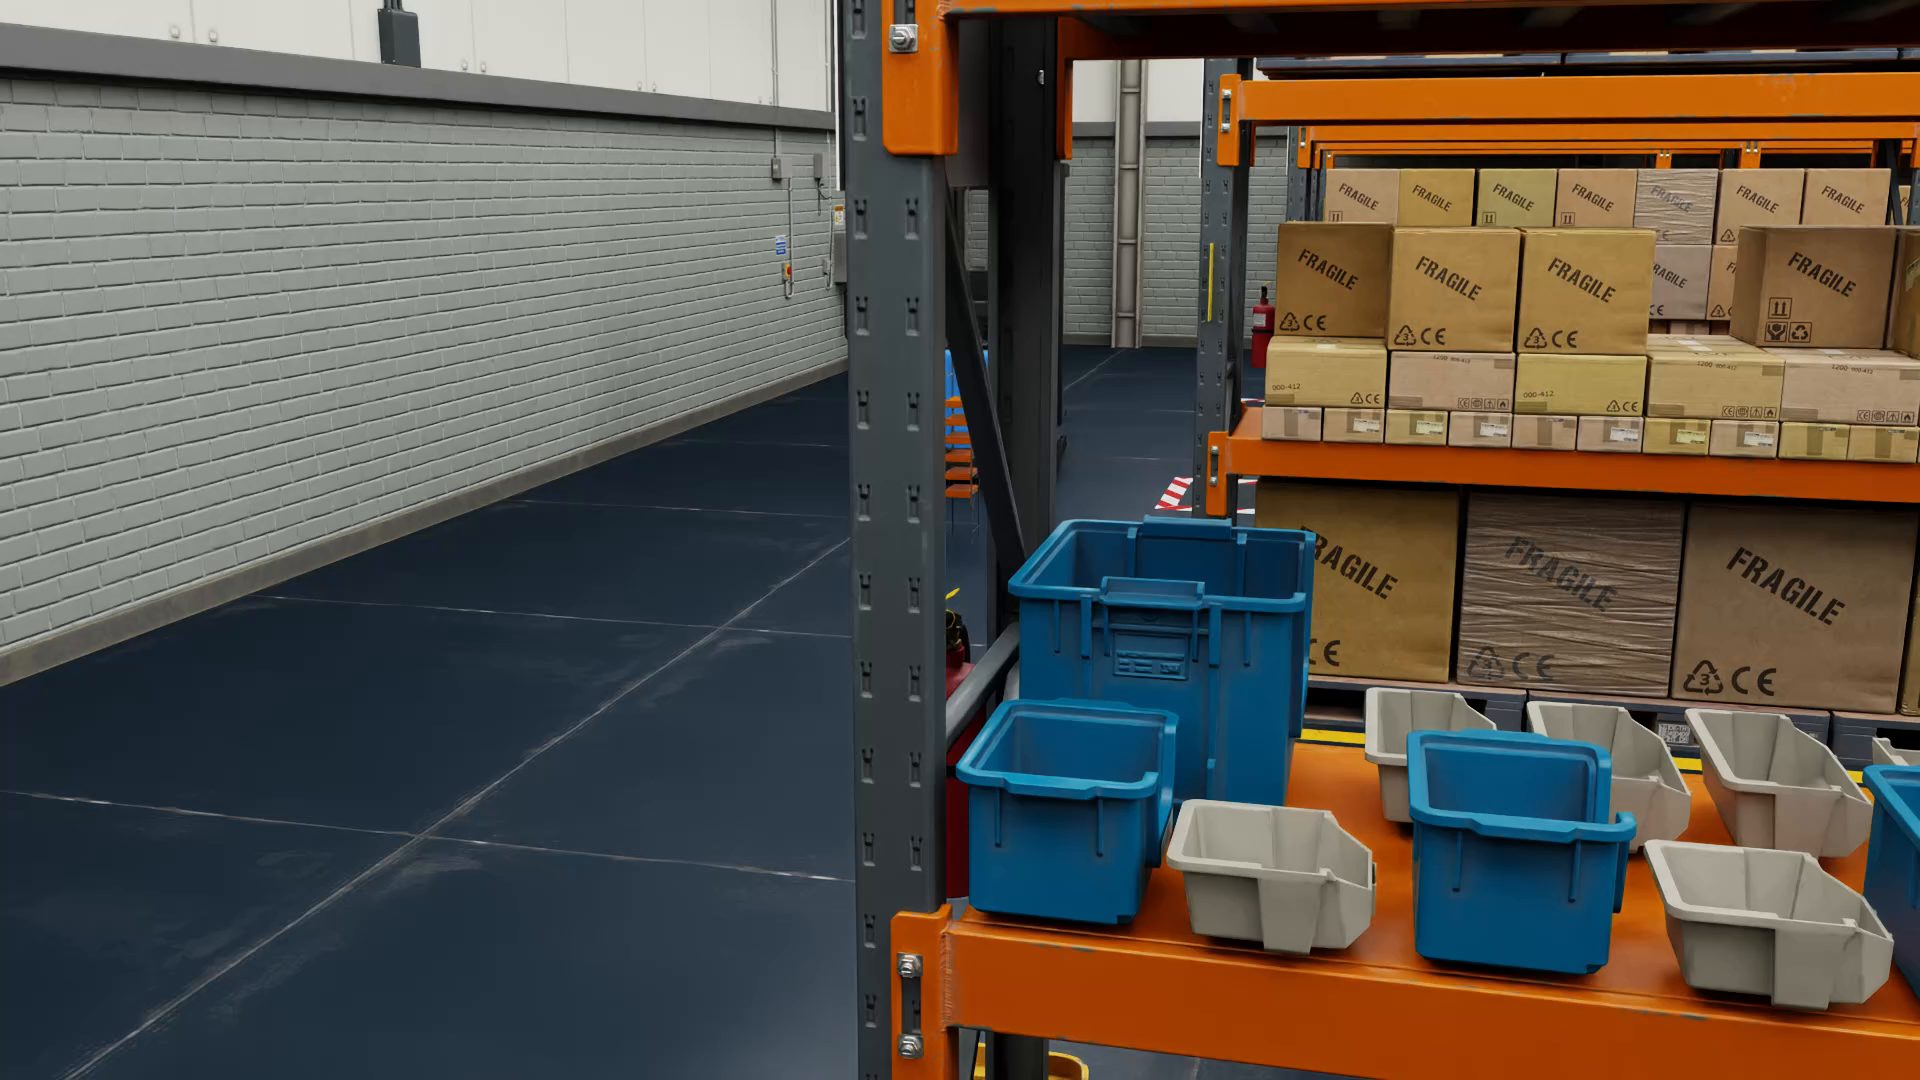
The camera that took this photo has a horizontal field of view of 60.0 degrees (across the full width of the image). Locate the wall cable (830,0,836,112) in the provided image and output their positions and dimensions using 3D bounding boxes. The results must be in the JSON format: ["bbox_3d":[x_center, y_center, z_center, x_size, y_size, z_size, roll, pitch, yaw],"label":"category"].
[{"bbox_3d":[-1.126,-6.758,20.831,0.133,3.039,2.988,3,13,14],"label":"wall cable"}]

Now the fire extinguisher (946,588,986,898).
[{"bbox_3d":[-0.021,0.409,3.505,0.183,0.674,0.296,3,13,14],"label":"fire extinguisher"}]

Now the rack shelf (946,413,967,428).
[{"bbox_3d":[0.014,-0.776,11.058,0.180,0.103,0.258,3,13,14],"label":"rack shelf"}]

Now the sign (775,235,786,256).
[{"bbox_3d":[-1.973,-3.246,18.314,0.001,0.218,0.327,3,13,14],"label":"sign"}]

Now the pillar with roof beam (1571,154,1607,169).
[{"bbox_3d":[7.155,-5.919,17.135,0.400,9.000,9.100,3,13,14],"label":"pillar with roof beam"}]

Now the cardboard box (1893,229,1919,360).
[{"bbox_3d":[4.091,-0.974,6.627,0.500,0.500,0.500,3,13,14],"label":"cardboard box"}]

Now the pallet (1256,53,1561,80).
[{"bbox_3d":[1.926,-2.134,7.206,1.213,0.211,1.003,3,13,14],"label":"pallet"}]

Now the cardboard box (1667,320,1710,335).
[{"bbox_3d":[5.003,-1.465,11.494,0.250,0.149,0.380,2,13,11],"label":"cardboard box"}]

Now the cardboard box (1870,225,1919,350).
[{"bbox_3d":[4.207,-1.085,7.129,0.500,0.500,0.500,3,13,14],"label":"cardboard box"}]

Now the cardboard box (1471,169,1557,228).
[{"bbox_3d":[3.853,-2.333,11.599,0.500,0.500,0.500,3,13,12],"label":"cardboard box"}]

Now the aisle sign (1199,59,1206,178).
[{"bbox_3d":[1.061,-1.959,7.136,0.004,0.787,0.394,3,13,14],"label":"aisle sign"}]

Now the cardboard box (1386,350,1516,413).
[{"bbox_3d":[2.111,-0.714,7.185,0.500,0.250,0.500,3,13,13],"label":"cardboard box"}]

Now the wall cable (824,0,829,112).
[{"bbox_3d":[-1.830,-6.156,18.204,0.029,3.000,2.355,3,13,14],"label":"wall cable"}]

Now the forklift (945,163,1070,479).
[{"bbox_3d":[0.357,-2.164,14.223,1.130,2.935,3.031,1,13,6],"label":"forklift"}]

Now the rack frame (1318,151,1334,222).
[{"bbox_3d":[4.763,-3.877,21.783,0.127,3.000,1.000,3,13,14],"label":"rack frame"}]

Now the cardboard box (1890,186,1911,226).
[{"bbox_3d":[8.806,-3.032,15.435,0.500,0.500,0.500,3,13,12],"label":"cardboard box"}]

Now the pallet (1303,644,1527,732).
[{"bbox_3d":[1.998,0.637,7.874,1.213,0.211,1.003,3,13,14],"label":"pallet"}]

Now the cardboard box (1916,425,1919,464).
[{"bbox_3d":[3.963,-0.406,6.717,0.250,0.149,0.380,3,13,15],"label":"cardboard box"}]

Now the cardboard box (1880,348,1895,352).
[{"bbox_3d":[4.212,-0.720,7.212,0.500,0.250,0.500,3,13,13],"label":"cardboard box"}]

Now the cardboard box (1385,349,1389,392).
[{"bbox_3d":[2.230,-0.825,7.688,0.500,0.250,0.500,3,13,13],"label":"cardboard box"}]

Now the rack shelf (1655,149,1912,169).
[{"bbox_3d":[10.588,-4.679,20.133,4.000,0.370,1.077,3,13,14],"label":"rack shelf"}]

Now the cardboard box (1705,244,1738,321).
[{"bbox_3d":[5.332,-1.766,11.351,0.500,0.500,0.500,3,13,12],"label":"cardboard box"}]

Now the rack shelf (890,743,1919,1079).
[{"bbox_3d":[1.958,0.747,2.600,4.000,0.370,1.077,3,13,14],"label":"rack shelf"}]

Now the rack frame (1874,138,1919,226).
[{"bbox_3d":[6.373,-1.579,11.427,0.127,3.000,1.000,3,13,14],"label":"rack frame"}]

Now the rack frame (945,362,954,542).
[{"bbox_3d":[-0.075,-0.590,11.122,0.006,1.200,0.240,3,13,14],"label":"rack frame"}]

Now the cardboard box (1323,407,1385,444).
[{"bbox_3d":[1.718,-0.526,7.257,0.250,0.149,0.380,3,13,13],"label":"cardboard box"}]

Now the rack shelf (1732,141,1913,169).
[{"bbox_3d":[9.403,-3.635,15.427,4.000,0.370,1.077,3,13,14],"label":"rack shelf"}]

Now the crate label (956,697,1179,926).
[{"bbox_3d":[0.177,0.427,2.632,0.303,0.233,0.416,3,13,14],"label":"crate label"}]

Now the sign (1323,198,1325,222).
[{"bbox_3d":[4.633,-4.186,21.175,0.005,0.325,0.100,3,13,14],"label":"sign"}]

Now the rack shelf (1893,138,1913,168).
[{"bbox_3d":[8.315,-2.589,10.712,4.000,0.370,1.077,3,13,14],"label":"rack shelf"}]

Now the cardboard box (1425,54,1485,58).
[{"bbox_3d":[3.361,-3.318,11.529,0.500,0.250,0.500,3,13,13],"label":"cardboard box"}]

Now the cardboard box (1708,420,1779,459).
[{"bbox_3d":[3.218,-0.446,6.898,0.250,0.149,0.380,3,13,14],"label":"cardboard box"}]

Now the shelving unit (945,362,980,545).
[{"bbox_3d":[0.014,-0.585,11.100,0.189,1.200,0.258,3,13,14],"label":"shelving unit"}]

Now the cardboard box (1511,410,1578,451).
[{"bbox_3d":[2.467,-0.486,7.078,0.250,0.149,0.380,3,13,12],"label":"cardboard box"}]

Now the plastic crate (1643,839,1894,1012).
[{"bbox_3d":[1.128,0.543,2.330,0.298,0.136,0.250,3,13,14],"label":"plastic crate"}]

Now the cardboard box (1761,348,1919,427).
[{"bbox_3d":[3.597,-0.634,6.826,0.500,0.250,0.500,3,13,15],"label":"cardboard box"}]

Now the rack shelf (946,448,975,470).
[{"bbox_3d":[0.014,-0.542,11.110,0.180,0.103,0.258,3,13,14],"label":"rack shelf"}]

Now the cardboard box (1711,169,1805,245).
[{"bbox_3d":[5.349,-2.255,11.245,0.500,0.500,0.500,3,13,12],"label":"cardboard box"}]

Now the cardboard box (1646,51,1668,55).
[{"bbox_3d":[4.855,-3.241,11.181,0.500,0.250,0.500,4,13,16],"label":"cardboard box"}]

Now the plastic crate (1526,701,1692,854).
[{"bbox_3d":[1.130,0.414,2.912,0.243,0.136,0.396,3,13,14],"label":"plastic crate"}]

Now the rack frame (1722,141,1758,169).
[{"bbox_3d":[7.461,-2.625,16.142,0.127,3.000,1.000,3,13,14],"label":"rack frame"}]

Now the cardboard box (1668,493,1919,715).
[{"bbox_3d":[3.591,0.193,7.374,0.875,0.875,0.875,3,13,14],"label":"cardboard box"}]
